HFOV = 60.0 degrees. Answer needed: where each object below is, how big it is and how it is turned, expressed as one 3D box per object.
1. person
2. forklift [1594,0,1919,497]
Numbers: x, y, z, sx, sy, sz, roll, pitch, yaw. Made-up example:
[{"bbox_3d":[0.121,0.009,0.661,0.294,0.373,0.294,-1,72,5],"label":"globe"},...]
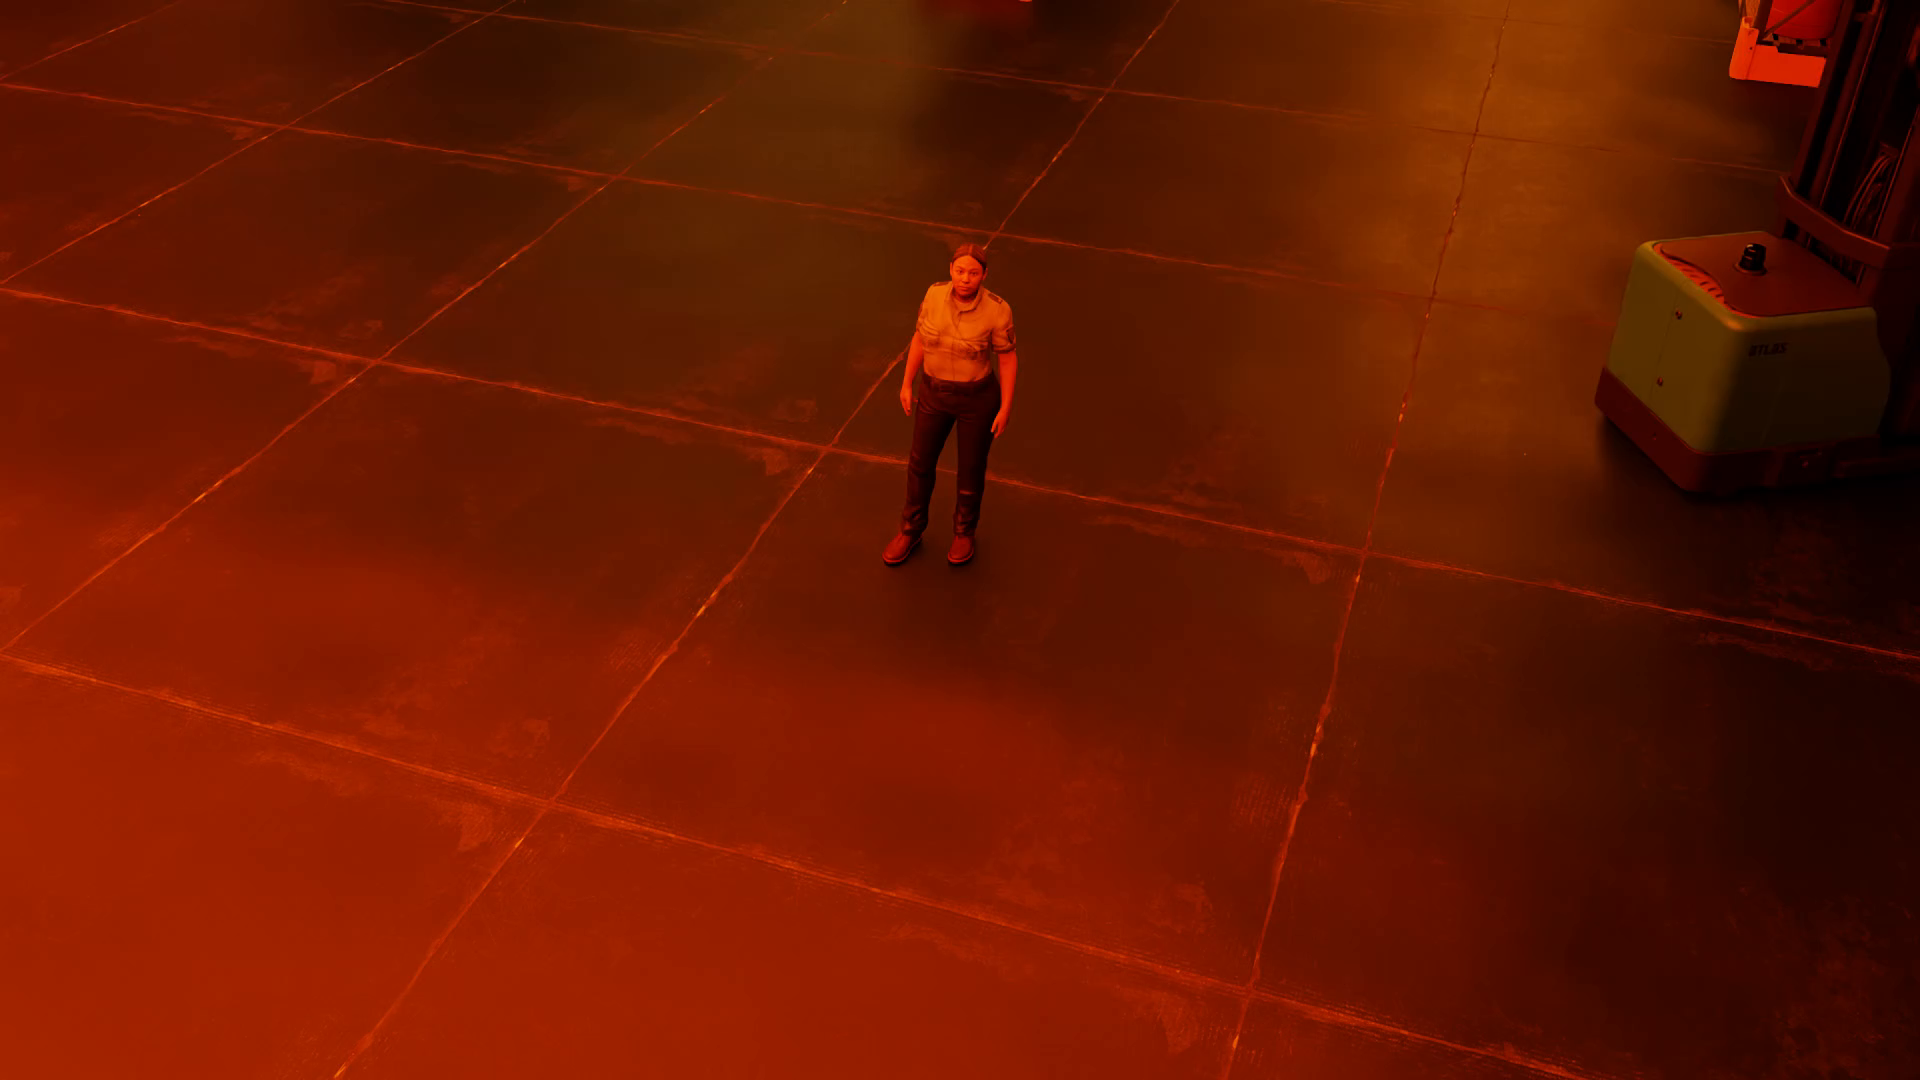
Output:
[{"bbox_3d":[-0.051,-0.635,8.101,0.598,1.651,0.503,12,37,16],"label":"person"},{"bbox_3d":[5.247,-1.850,8.721,3.031,2.935,1.130,-7,36,-9],"label":"forklift"}]
